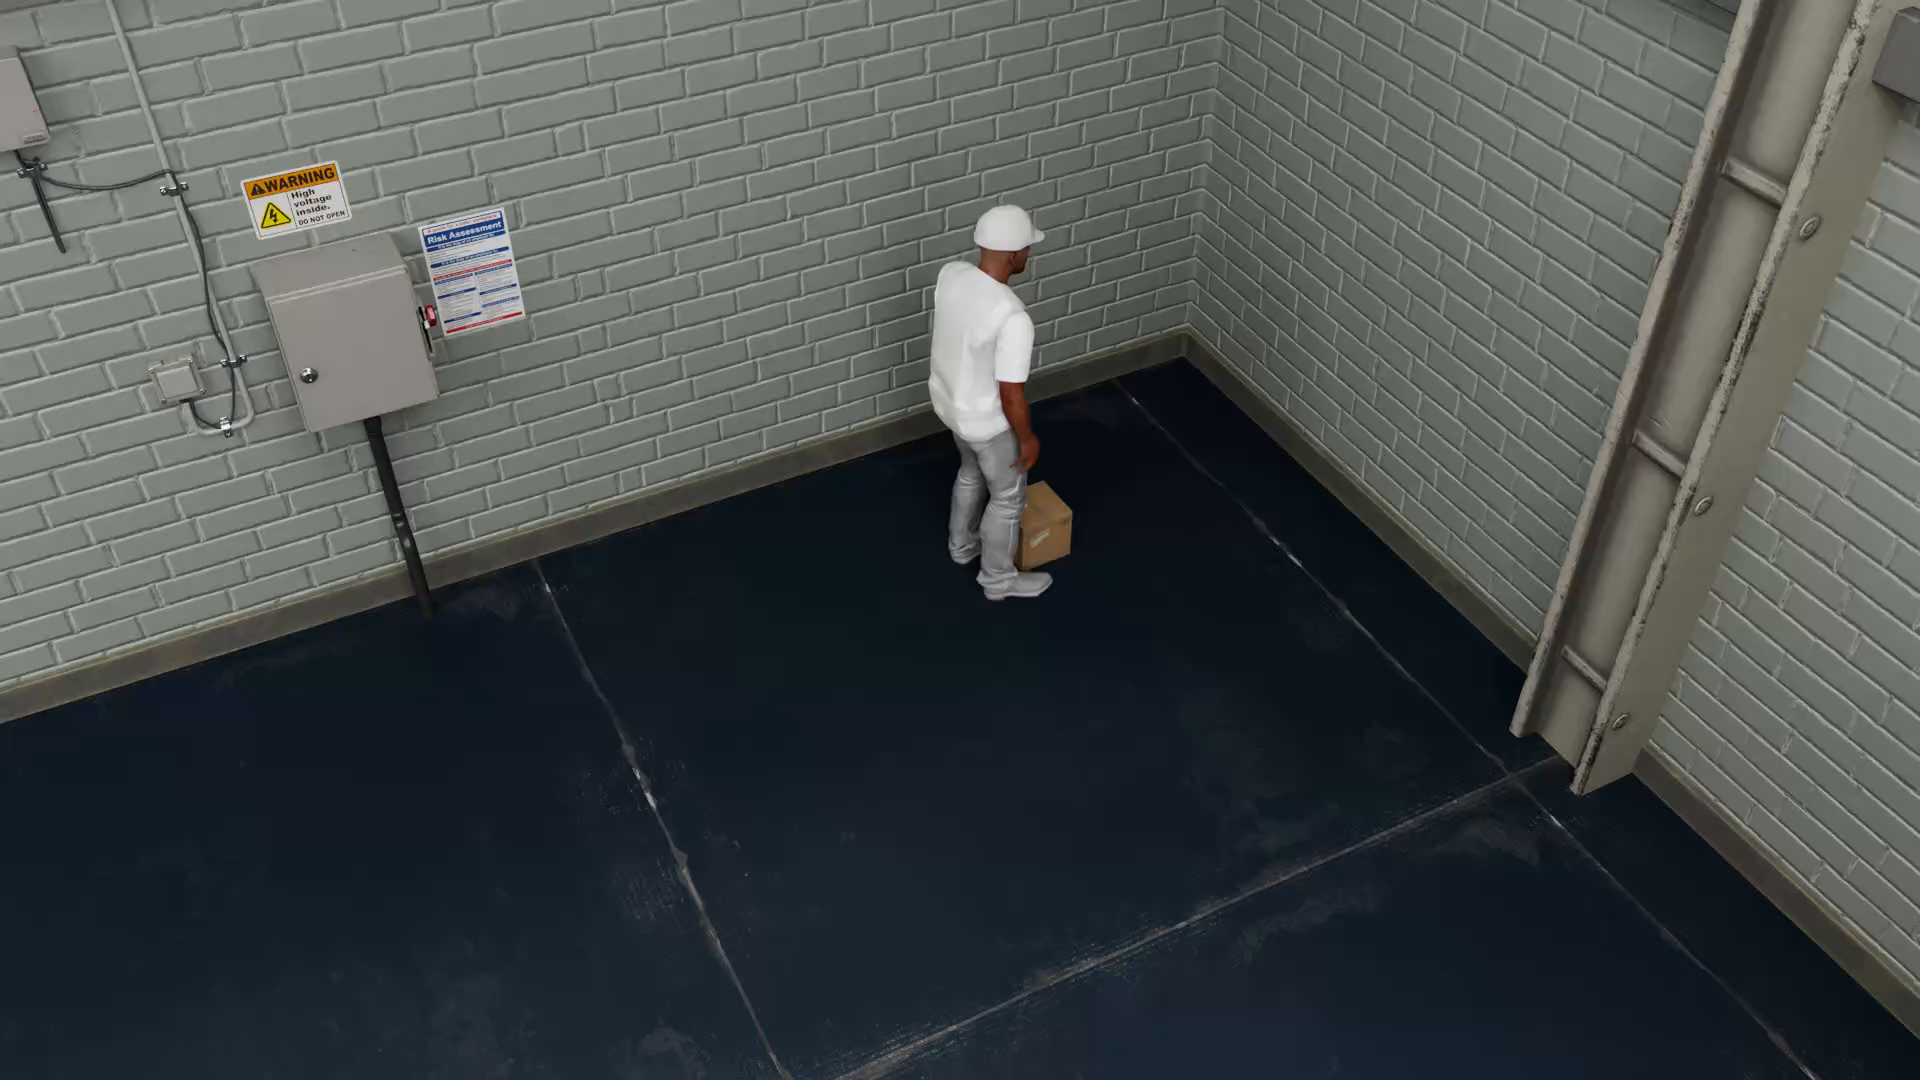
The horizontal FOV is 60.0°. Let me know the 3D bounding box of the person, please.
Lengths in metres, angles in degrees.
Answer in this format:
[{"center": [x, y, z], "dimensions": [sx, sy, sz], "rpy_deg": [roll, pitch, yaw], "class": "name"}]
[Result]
[{"center": [0.125, -0.549, 6.777], "dimensions": [0.463, 1.759, 0.625], "rpy_deg": [-21, 45, -22], "class": "person"}]
